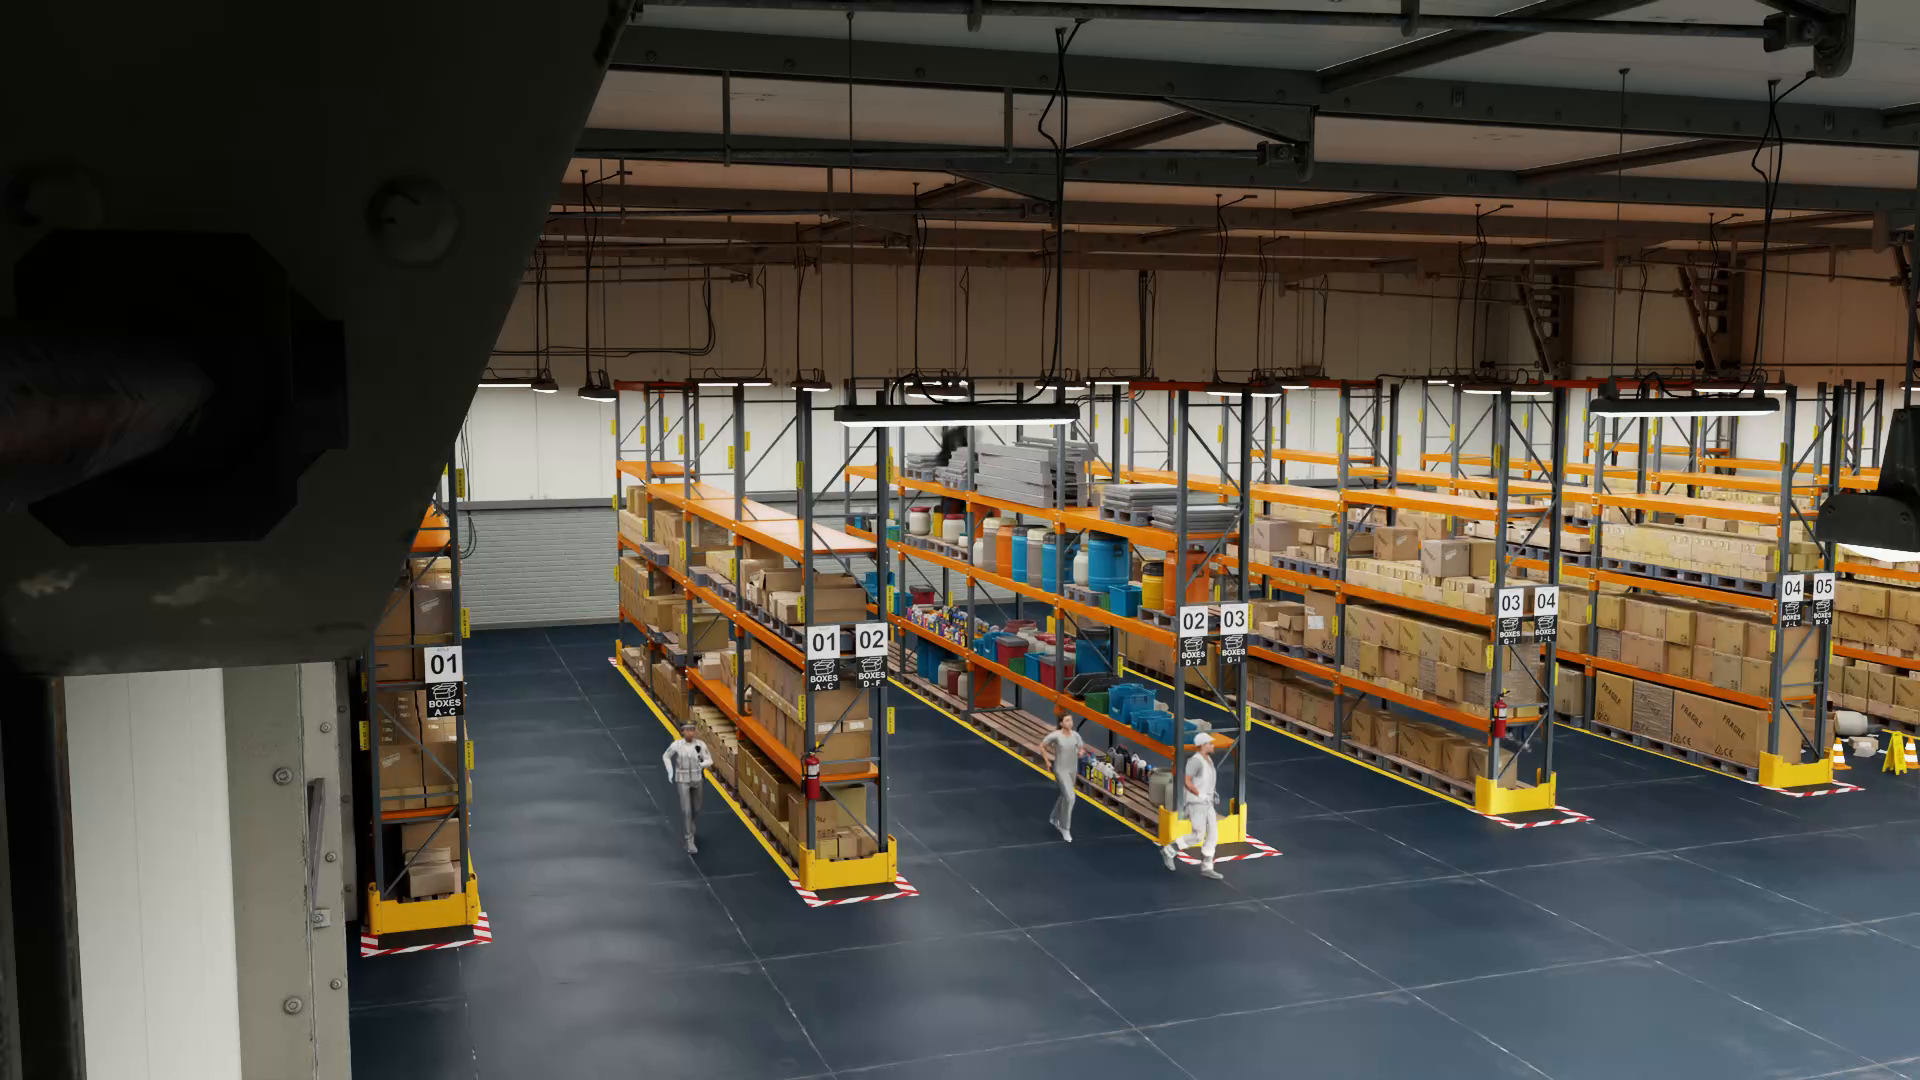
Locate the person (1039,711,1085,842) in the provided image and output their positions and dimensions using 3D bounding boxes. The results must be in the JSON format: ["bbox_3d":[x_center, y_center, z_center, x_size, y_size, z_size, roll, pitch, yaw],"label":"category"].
[{"bbox_3d":[1.403,3.148,22.286,0.531,1.720,0.738,-4,7,-34],"label":"person"}]

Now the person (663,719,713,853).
[{"bbox_3d":[-3.550,3.169,21.800,0.613,1.672,0.941,-2,6,-20],"label":"person"}]

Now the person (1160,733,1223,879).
[{"bbox_3d":[2.977,3.270,20.717,0.806,1.751,0.722,3,7,27],"label":"person"}]

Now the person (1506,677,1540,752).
[{"bbox_3d":[9.289,2.624,27.532,0.533,1.630,0.729,-3,7,-27],"label":"person"}]
